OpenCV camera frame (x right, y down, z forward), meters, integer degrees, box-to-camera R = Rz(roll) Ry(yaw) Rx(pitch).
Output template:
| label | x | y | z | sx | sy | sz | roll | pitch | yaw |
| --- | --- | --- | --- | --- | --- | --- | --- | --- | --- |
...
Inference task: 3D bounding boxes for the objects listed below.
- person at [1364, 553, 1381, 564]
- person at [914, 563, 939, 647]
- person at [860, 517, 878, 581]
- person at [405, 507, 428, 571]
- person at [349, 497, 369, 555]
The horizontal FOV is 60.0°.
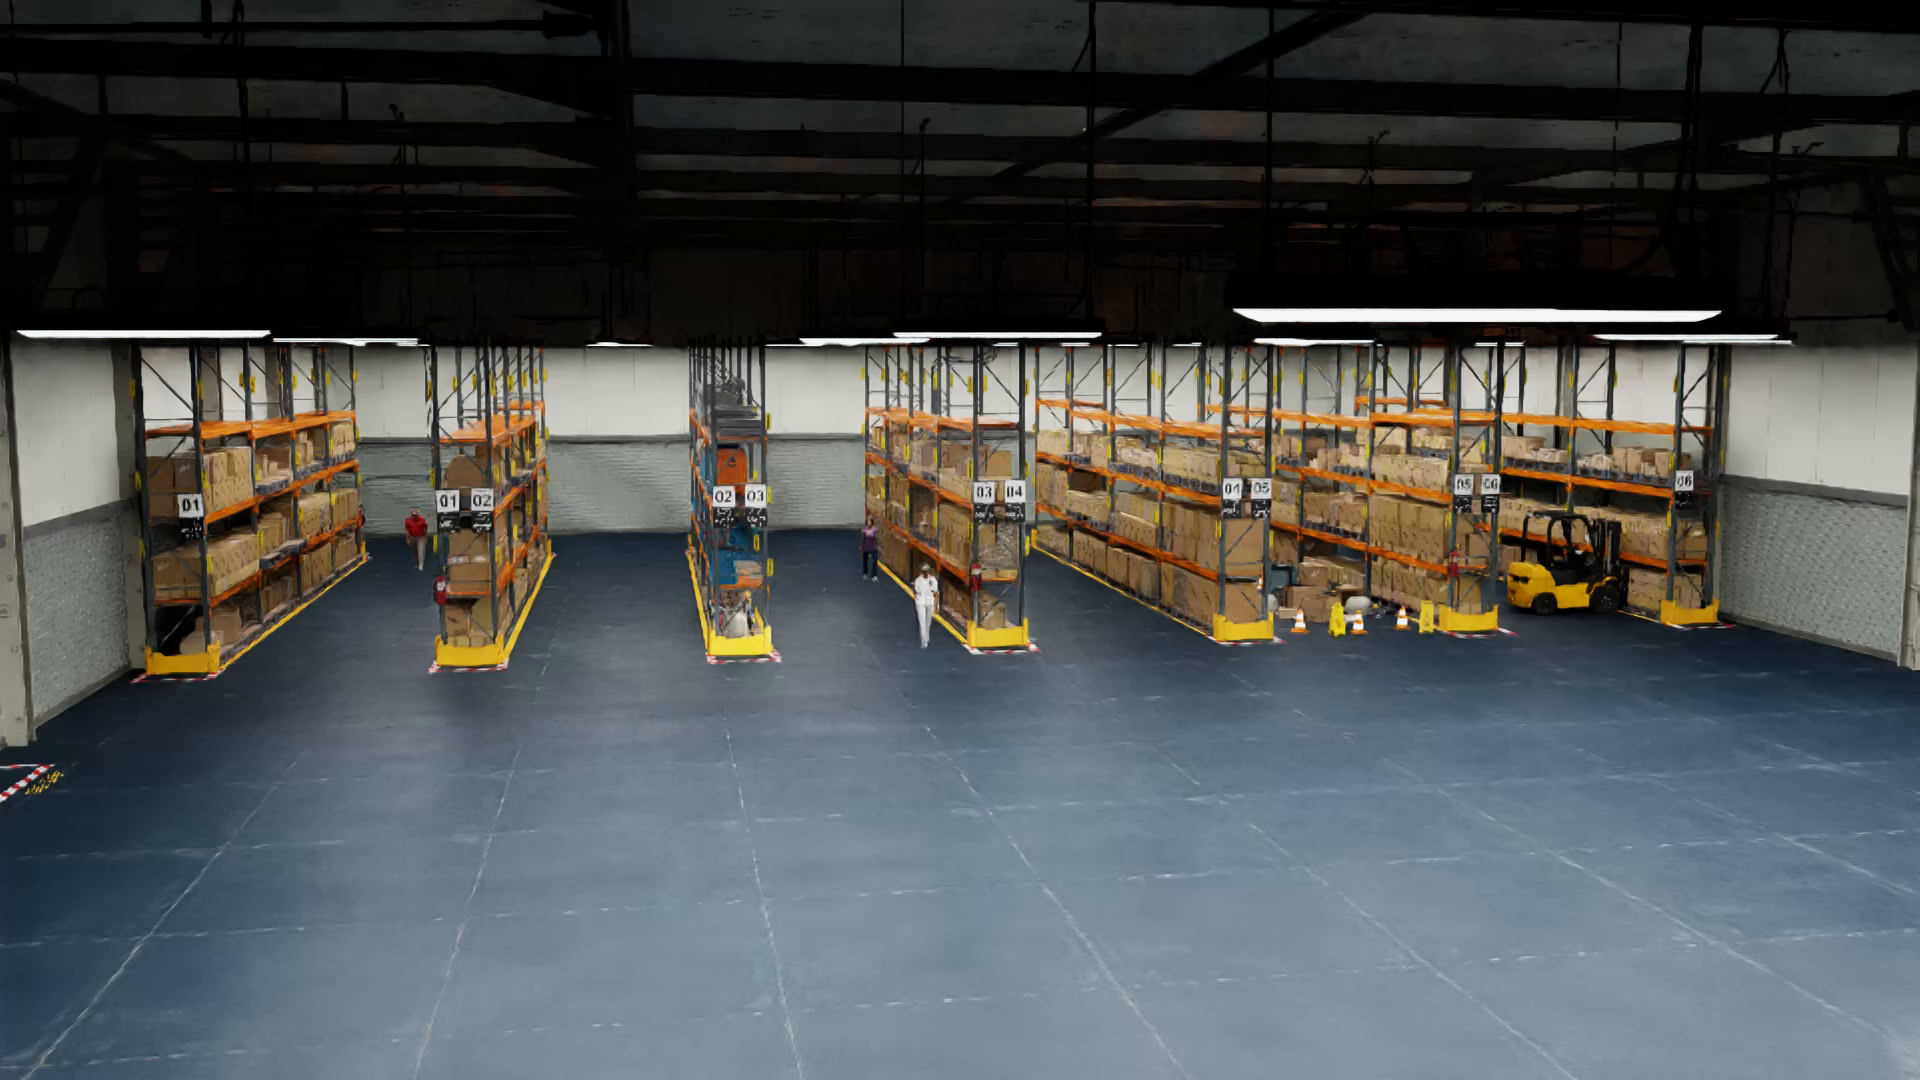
| label | x | y | z | sx | sy | sz | roll | pitch | yaw |
| --- | --- | --- | --- | --- | --- | --- | --- | --- | --- |
| person | 10.999 | -0.210 | 44.024 | 0.580 | 1.763 | 0.673 | 2 | 7 | 17 |
| person | -0.641 | 1.227 | 32.176 | 0.455 | 1.626 | 0.998 | -1 | 7 | -8 |
| person | -2.154 | 0.197 | 39.227 | 0.417 | 1.501 | 1.035 | -1 | 7 | -8 |
| person | -14.081 | -0.039 | 43.040 | 0.542 | 1.645 | 1.126 | -1 | 7 | -8 |
| person | -16.781 | -0.393 | 46.185 | 0.507 | 1.674 | 0.487 | 3 | 7 | 26 |
